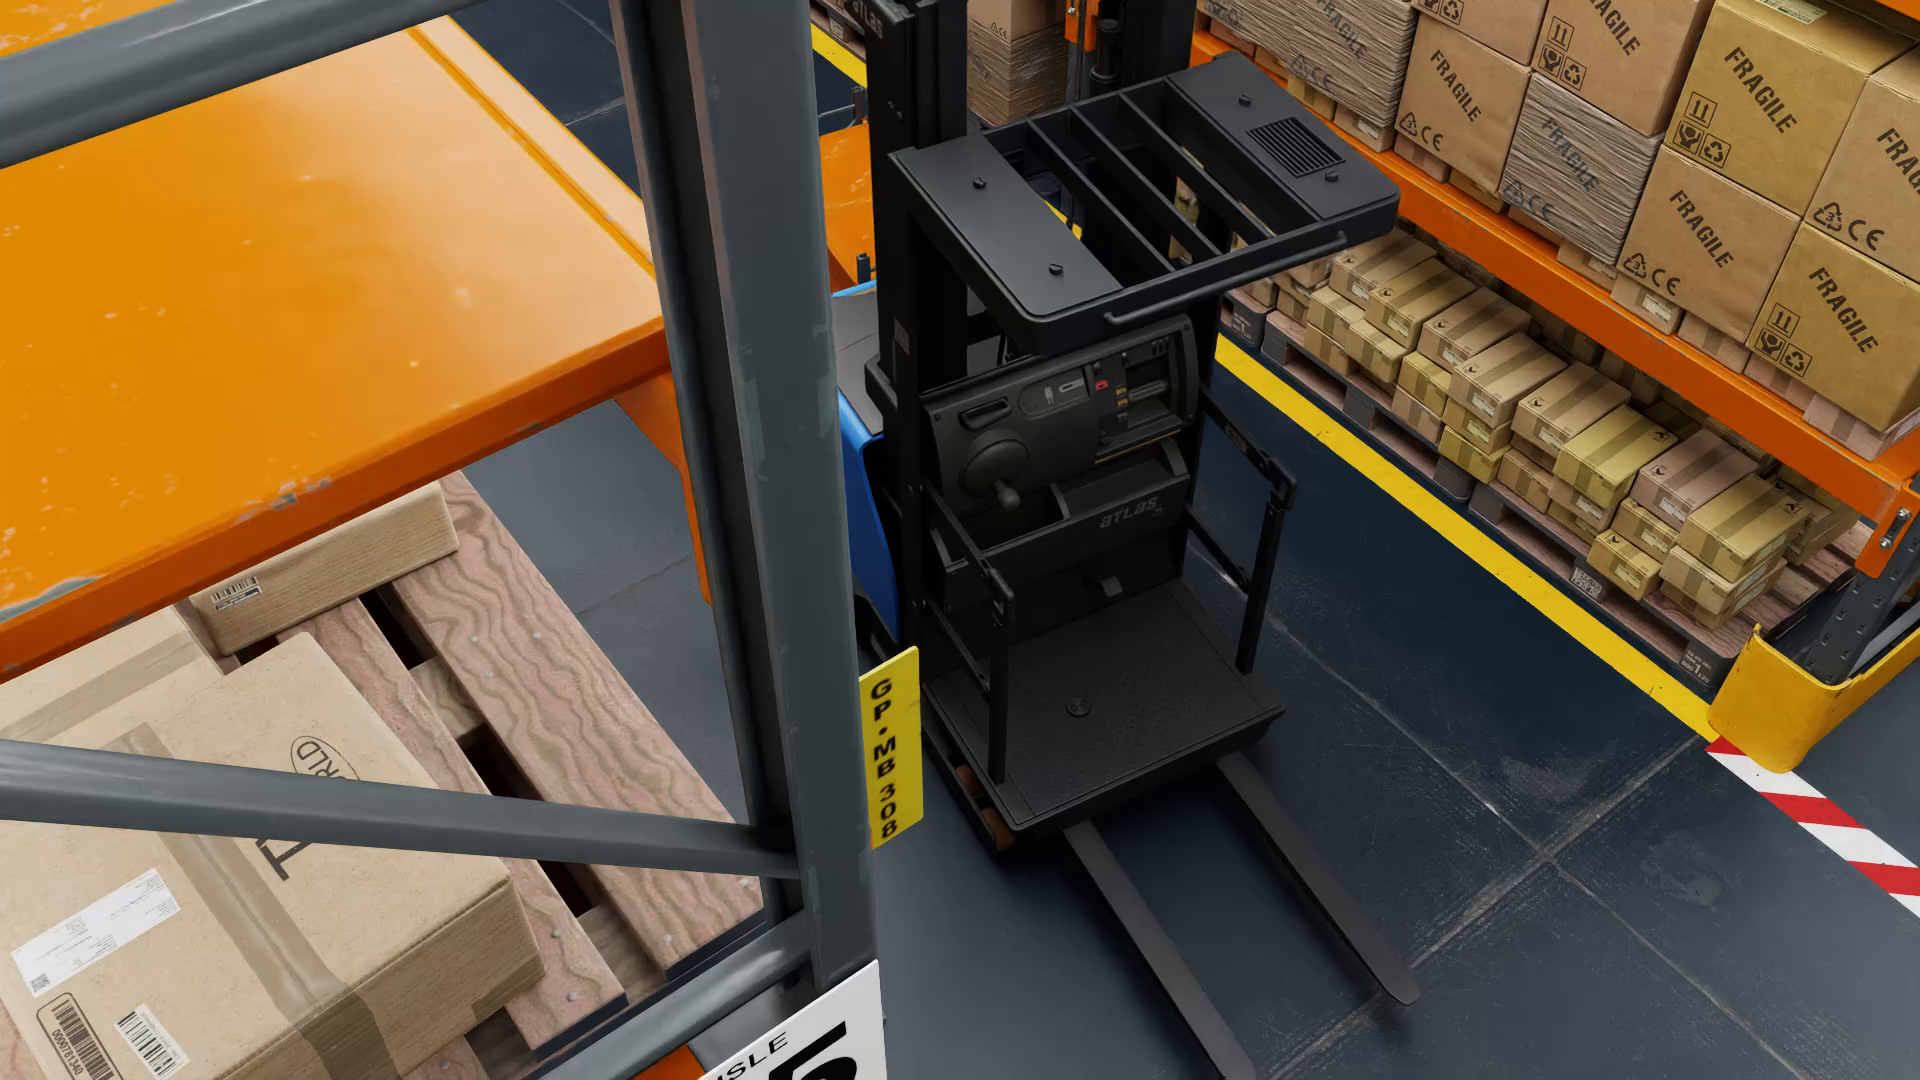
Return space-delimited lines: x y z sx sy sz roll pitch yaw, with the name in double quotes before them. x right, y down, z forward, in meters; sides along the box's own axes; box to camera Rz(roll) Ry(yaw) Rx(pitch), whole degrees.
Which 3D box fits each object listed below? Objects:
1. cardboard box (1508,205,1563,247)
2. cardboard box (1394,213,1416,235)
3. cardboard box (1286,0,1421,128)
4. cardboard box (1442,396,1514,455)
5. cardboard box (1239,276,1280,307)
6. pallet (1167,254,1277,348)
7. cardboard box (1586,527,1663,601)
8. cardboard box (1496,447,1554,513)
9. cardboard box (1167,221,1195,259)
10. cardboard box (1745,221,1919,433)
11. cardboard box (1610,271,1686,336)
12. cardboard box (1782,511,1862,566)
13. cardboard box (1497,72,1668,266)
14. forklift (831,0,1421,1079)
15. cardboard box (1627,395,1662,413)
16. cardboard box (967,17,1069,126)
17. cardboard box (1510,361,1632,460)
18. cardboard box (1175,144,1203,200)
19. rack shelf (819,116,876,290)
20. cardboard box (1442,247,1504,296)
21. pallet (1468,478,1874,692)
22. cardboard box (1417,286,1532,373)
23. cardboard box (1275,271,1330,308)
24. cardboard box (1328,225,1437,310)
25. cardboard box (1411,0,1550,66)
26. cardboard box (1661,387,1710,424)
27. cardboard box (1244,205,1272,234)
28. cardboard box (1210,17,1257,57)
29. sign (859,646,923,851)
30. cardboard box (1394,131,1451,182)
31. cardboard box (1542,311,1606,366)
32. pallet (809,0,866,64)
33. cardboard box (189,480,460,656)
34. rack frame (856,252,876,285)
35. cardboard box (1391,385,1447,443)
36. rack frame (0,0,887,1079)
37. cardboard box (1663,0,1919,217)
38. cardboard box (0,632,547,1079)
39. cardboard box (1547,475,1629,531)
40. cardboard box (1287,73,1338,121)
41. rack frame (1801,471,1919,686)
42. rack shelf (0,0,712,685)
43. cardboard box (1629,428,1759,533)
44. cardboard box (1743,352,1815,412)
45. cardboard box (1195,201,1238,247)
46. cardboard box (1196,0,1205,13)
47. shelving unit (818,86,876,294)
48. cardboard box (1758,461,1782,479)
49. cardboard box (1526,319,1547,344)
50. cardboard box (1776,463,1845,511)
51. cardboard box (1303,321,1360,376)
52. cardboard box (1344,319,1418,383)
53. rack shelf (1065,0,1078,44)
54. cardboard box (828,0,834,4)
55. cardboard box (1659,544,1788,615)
"cardboard box" 2.216 -1.245 6.023 0.380 0.149 0.250 -32 55 -25
"cardboard box" 2.024 -1.531 7.352 0.380 0.149 0.250 -32 55 -26
"cardboard box" 1.608 -1.950 6.224 0.500 0.500 0.500 -31 55 -25
"cardboard box" 2.162 -0.537 6.651 0.380 0.149 0.250 -29 54 -23
"cardboard box" 1.438 -1.241 7.490 0.380 0.149 0.250 -30 55 -25
"pallet" 1.361 -1.507 7.972 1.003 0.211 1.213 -29 54 -24
"cardboard box" 2.627 0.028 6.339 0.380 0.149 0.250 -28 54 -23
"cardboard box" 2.376 -0.306 6.642 0.380 0.149 0.250 -29 54 -24
"cardboard box" 1.052 -1.491 7.717 0.380 0.149 0.250 -28 54 -23
"cardboard box" 2.872 -0.748 5.134 0.500 0.500 0.500 -28 54 -23
"cardboard box" 2.469 -0.891 5.701 0.380 0.149 0.250 -28 54 -23
"cardboard box" 3.286 -0.101 6.457 0.380 0.149 0.250 -28 54 -23
"cardboard box" 2.249 -1.349 5.679 0.500 0.500 0.500 -29 54 -24
"forklift" 0.435 -0.292 5.036 1.130 2.935 3.031 -21 51 -18
"cardboard box" 2.827 -0.664 6.766 0.380 0.149 0.250 -28 54 -23
"cardboard box" 0.278 -2.448 8.348 0.500 0.500 0.500 -30 55 -25
"cardboard box" 2.356 -0.498 6.415 0.380 0.149 0.250 -31 55 -25
"cardboard box" 1.090 -1.722 7.524 0.380 0.149 0.250 -27 53 -22
"rack shelf" -0.394 -1.289 6.763 0.538 0.278 1.000 -21 51 -18
"cardboard box" 2.261 -1.182 7.035 0.380 0.149 0.250 -29 54 -24
"pallet" 2.839 -0.068 6.668 1.003 0.211 1.213 -29 54 -24
"cardboard box" 2.077 -0.836 6.722 0.380 0.149 0.250 -31 55 -25
"cardboard box" 1.601 -1.180 7.234 0.380 0.149 0.250 -27 53 -22
"cardboard box" 1.778 -1.141 6.998 0.380 0.149 0.250 -32 55 -25
"cardboard box" 1.922 -2.004 5.598 0.500 0.500 0.500 -31 55 -25
"cardboard box" 2.988 -0.624 6.529 0.380 0.149 0.250 -30 54 -24
"cardboard box" 1.458 -1.451 7.279 0.380 0.149 0.250 -31 55 -25
"cardboard box" 1.256 -2.173 6.863 0.380 0.149 0.250 -32 55 -25
"sign" -0.085 0.242 1.837 0.100 0.325 0.005 -29 54 -24
"cardboard box" 1.873 -1.533 6.284 0.380 0.149 0.250 -27 53 -23
"cardboard box" 2.612 -0.901 6.780 0.380 0.149 0.250 -27 53 -23
"pallet" -0.289 -3.065 9.385 1.003 0.211 1.213 -29 54 -24
"cardboard box" -1.006 -0.027 2.543 0.380 0.149 0.250 -28 53 -23
"rack frame" -0.158 -0.759 6.677 0.500 1.125 0.032 -21 51 -18
"cardboard box" 2.022 -0.598 6.907 0.380 0.149 0.250 -28 54 -23
"rack frame" -0.530 -0.200 0.856 1.000 3.000 0.127 -29 54 -24
"cardboard box" 2.567 -1.391 5.042 0.500 0.500 0.500 -31 55 -25
"cardboard box" -0.874 0.458 2.034 0.500 0.250 0.500 -34 56 -27
"cardboard box" 2.486 -0.237 6.379 0.380 0.149 0.250 -32 55 -25
"cardboard box" 1.517 -1.832 6.554 0.380 0.149 0.250 -28 54 -23
"rack frame" 3.349 -0.465 5.146 1.000 3.000 0.127 -29 54 -24
"rack shelf" -1.741 -1.003 2.340 1.077 0.370 4.000 -29 54 -24
"cardboard box" 2.720 -0.221 6.164 0.380 0.149 0.250 -28 54 -23
"cardboard box" 2.805 -0.610 5.446 0.380 0.149 0.250 -29 54 -24
"cardboard box" 1.292 -1.513 7.536 0.380 0.149 0.250 -30 54 -24
"cardboard box" 1.026 -2.552 6.770 0.500 0.500 0.500 -30 55 -25
"shelving unit" -0.394 -1.092 6.980 0.538 1.125 1.048 -21 51 -18
"cardboard box" 3.115 -0.359 6.490 0.380 0.149 0.250 -30 54 -24
"cardboard box" 2.394 -0.919 6.998 0.380 0.149 0.250 -27 53 -22
"cardboard box" 3.302 -0.310 6.244 0.380 0.149 0.250 -32 55 -26
"cardboard box" 1.709 -0.901 7.182 0.380 0.149 0.250 -31 55 -25
"cardboard box" 1.833 -0.846 6.931 0.380 0.149 0.250 -29 54 -24
"rack shelf" -0.284 -3.761 8.620 1.077 0.370 4.000 -29 54 -24
"cardboard box" -0.648 -3.357 9.171 0.500 0.500 0.500 -31 55 -25
"cardboard box" 2.802 0.068 6.102 0.380 0.149 0.250 -31 55 -25
